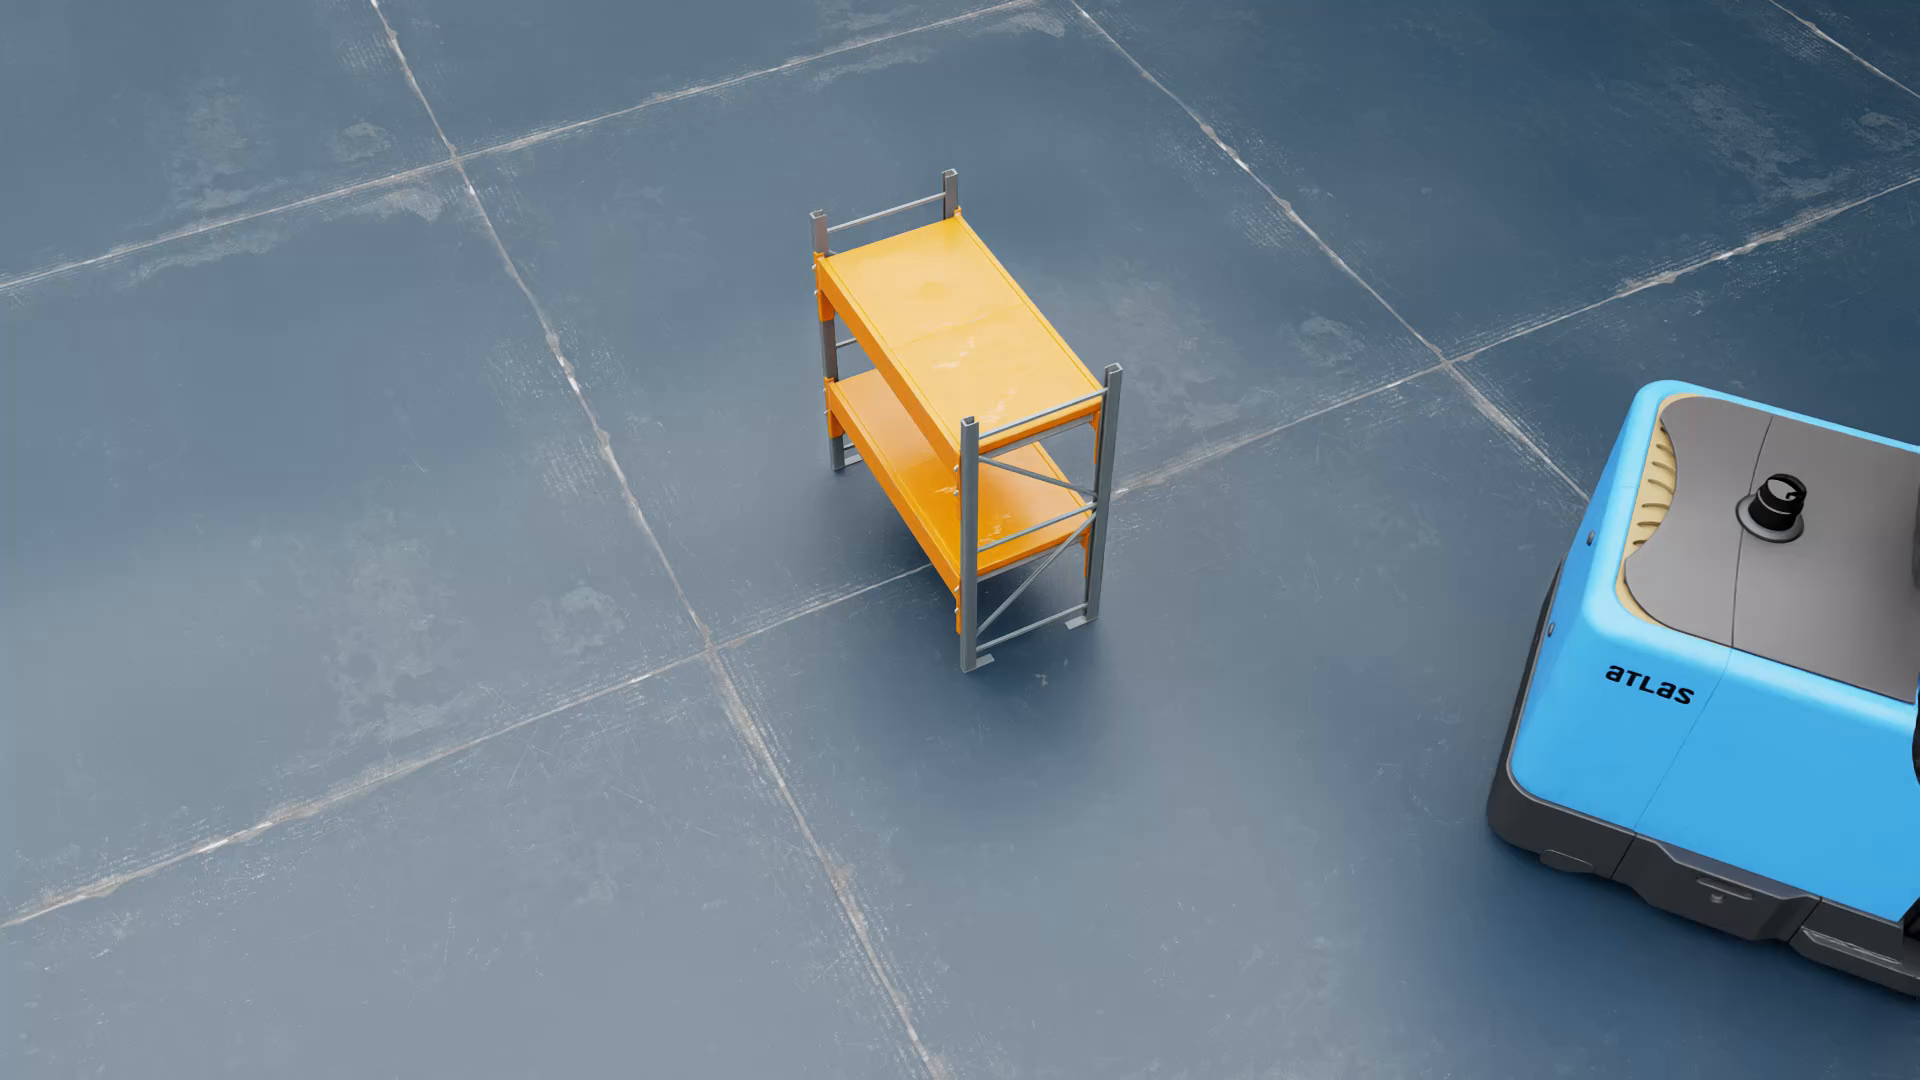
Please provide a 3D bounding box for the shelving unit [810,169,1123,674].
[{"bbox_3d":[-0.003,-0.375,5.331,0.538,1.125,1.048,-21,52,-18],"label":"shelving unit"}]

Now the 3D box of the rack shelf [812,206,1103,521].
[{"bbox_3d":[-0.003,-0.568,5.110,0.538,0.278,1.000,-21,52,-18],"label":"rack shelf"}]

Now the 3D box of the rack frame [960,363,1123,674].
[{"bbox_3d":[0.230,-0.035,5.033,0.500,1.125,0.032,-21,52,-18],"label":"rack frame"}]

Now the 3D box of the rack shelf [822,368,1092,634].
[{"bbox_3d":[-0.003,-0.214,5.515,0.538,0.278,1.000,-21,52,-18],"label":"rack shelf"}]

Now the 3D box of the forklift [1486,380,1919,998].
[{"bbox_3d":[3.127,0.051,3.759,3.031,2.935,1.130,19,51,16],"label":"forklift"}]

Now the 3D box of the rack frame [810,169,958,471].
[{"bbox_3d":[-0.236,-0.715,5.628,0.500,1.125,0.032,-21,52,-18],"label":"rack frame"}]
